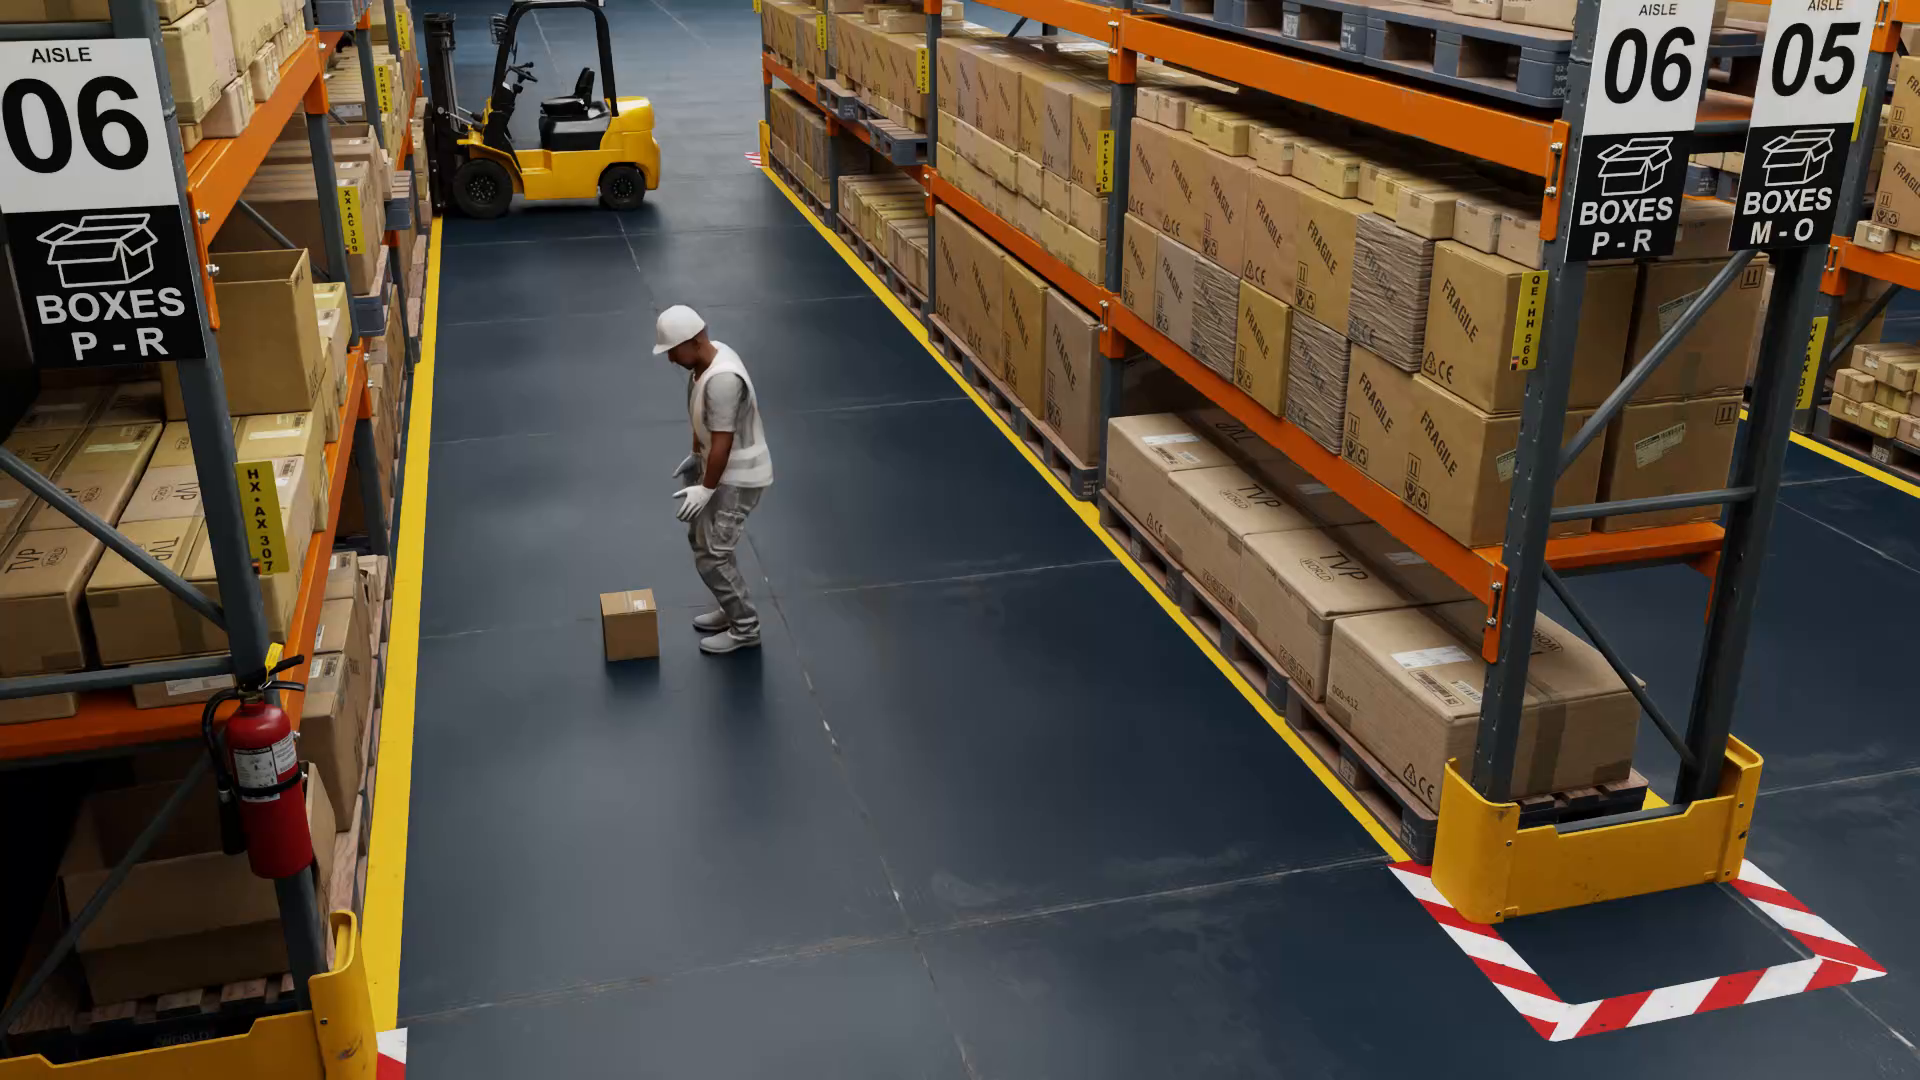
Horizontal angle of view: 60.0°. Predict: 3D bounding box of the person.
[{"bbox_3d":[-1.149,-0.291,7.880,0.517,1.695,0.584,-6,23,-13],"label":"person"}]
